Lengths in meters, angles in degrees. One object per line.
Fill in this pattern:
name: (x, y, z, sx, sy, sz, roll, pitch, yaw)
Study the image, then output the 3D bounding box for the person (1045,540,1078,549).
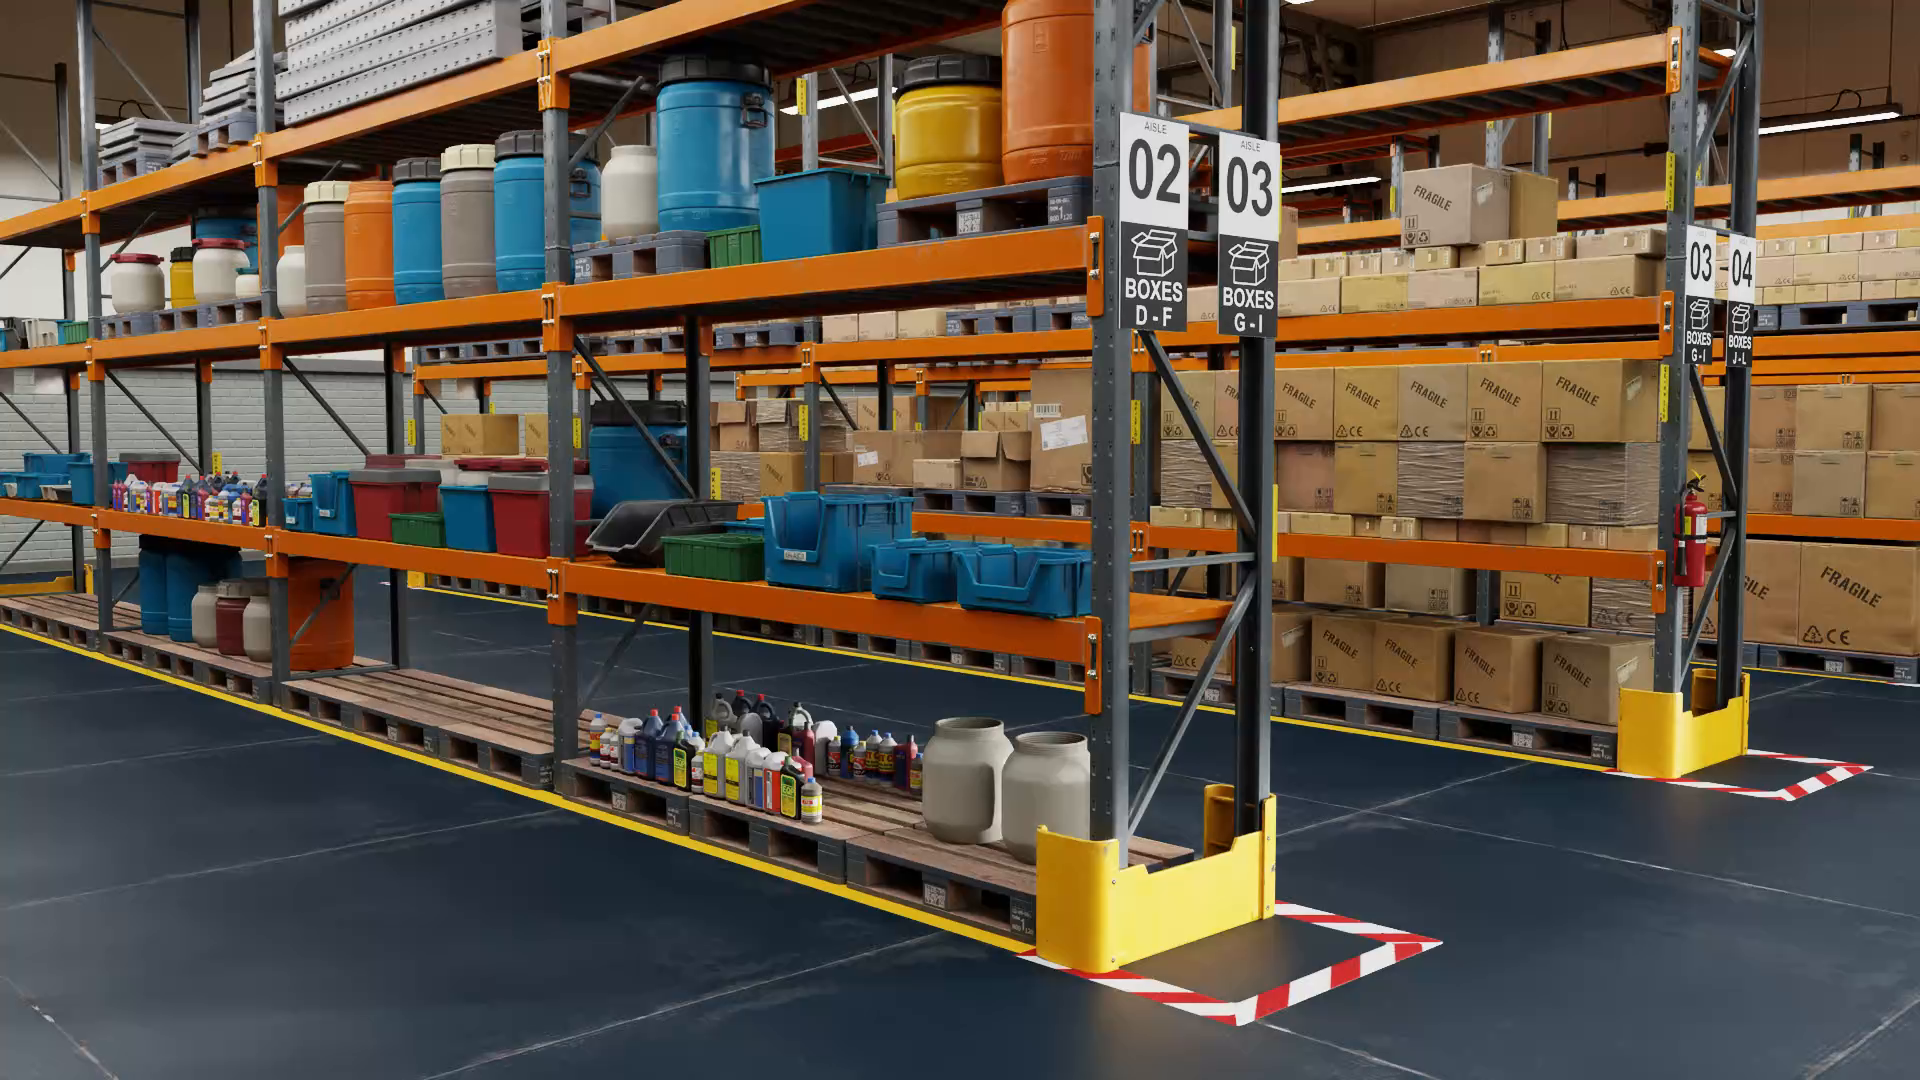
person: (1.187, -0.072, 18.189, 0.505, 1.763, 0.557, -4, 5, -44)
